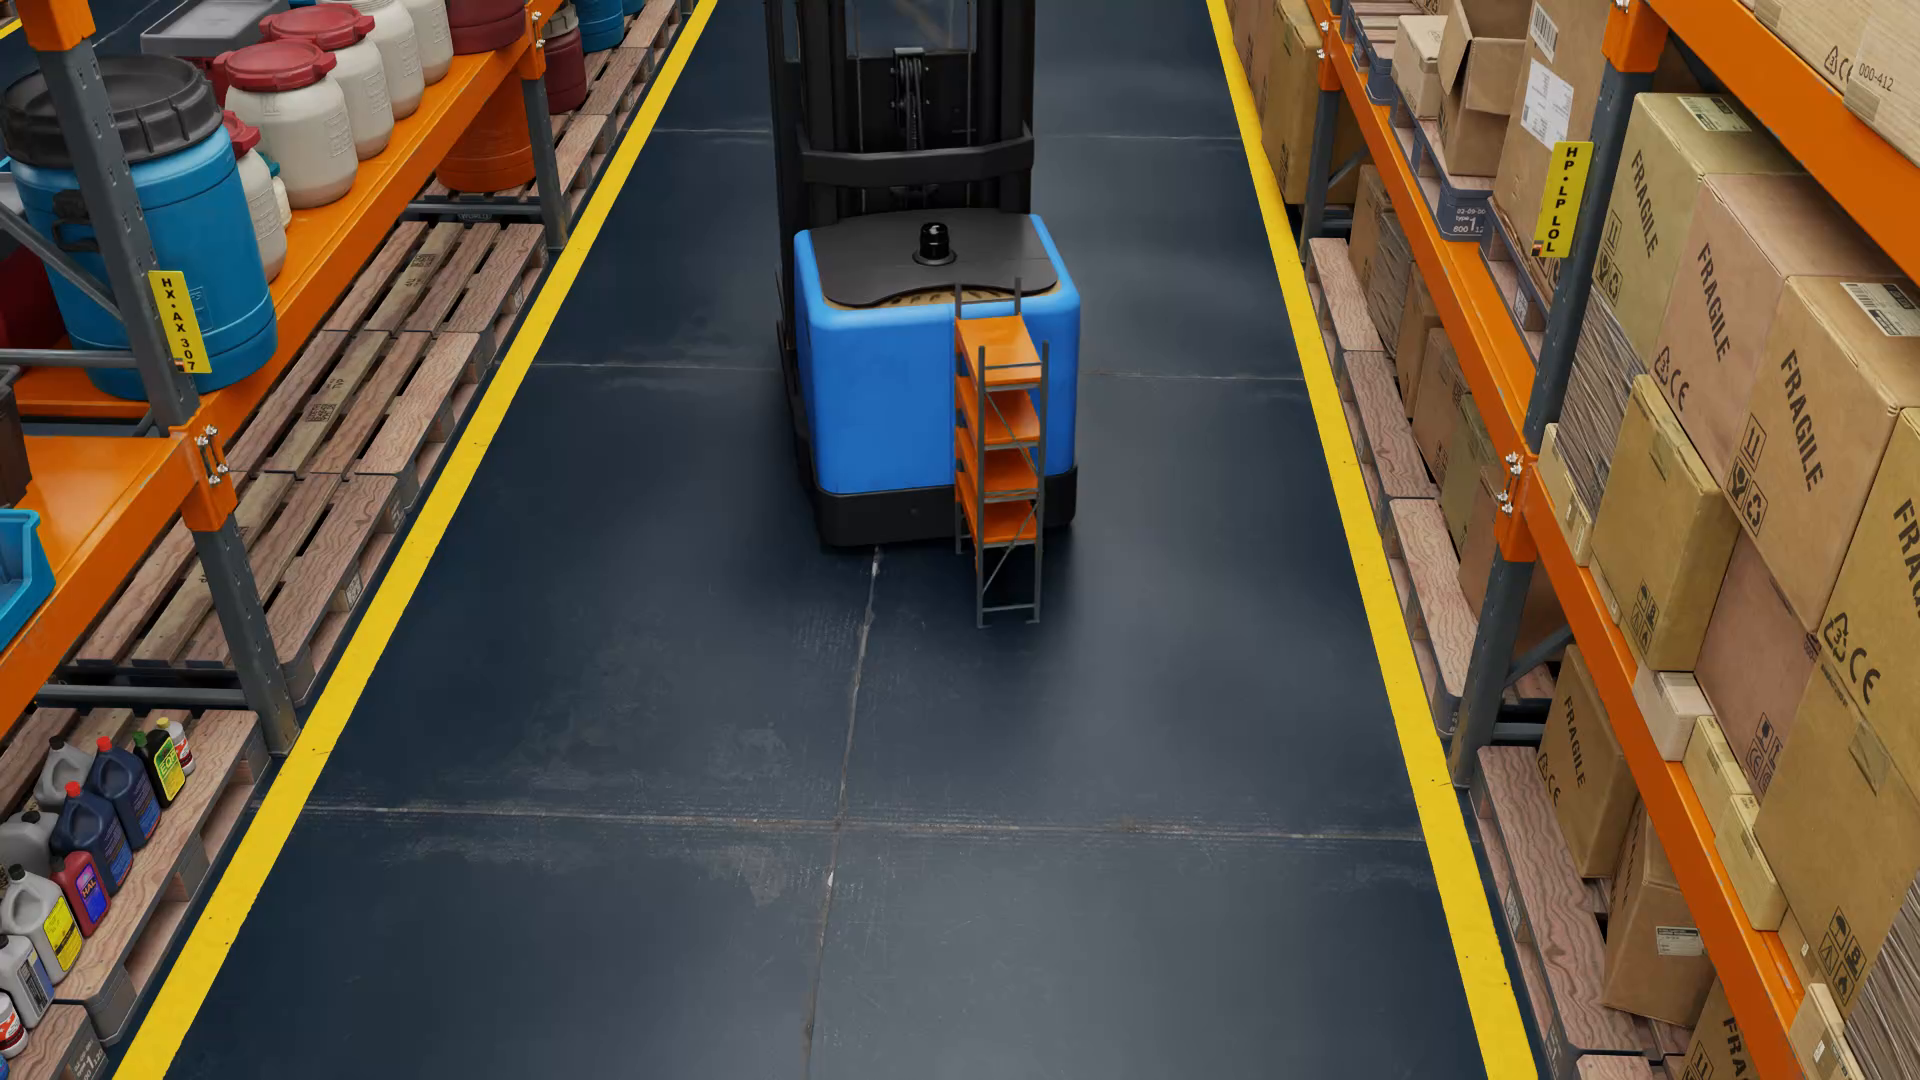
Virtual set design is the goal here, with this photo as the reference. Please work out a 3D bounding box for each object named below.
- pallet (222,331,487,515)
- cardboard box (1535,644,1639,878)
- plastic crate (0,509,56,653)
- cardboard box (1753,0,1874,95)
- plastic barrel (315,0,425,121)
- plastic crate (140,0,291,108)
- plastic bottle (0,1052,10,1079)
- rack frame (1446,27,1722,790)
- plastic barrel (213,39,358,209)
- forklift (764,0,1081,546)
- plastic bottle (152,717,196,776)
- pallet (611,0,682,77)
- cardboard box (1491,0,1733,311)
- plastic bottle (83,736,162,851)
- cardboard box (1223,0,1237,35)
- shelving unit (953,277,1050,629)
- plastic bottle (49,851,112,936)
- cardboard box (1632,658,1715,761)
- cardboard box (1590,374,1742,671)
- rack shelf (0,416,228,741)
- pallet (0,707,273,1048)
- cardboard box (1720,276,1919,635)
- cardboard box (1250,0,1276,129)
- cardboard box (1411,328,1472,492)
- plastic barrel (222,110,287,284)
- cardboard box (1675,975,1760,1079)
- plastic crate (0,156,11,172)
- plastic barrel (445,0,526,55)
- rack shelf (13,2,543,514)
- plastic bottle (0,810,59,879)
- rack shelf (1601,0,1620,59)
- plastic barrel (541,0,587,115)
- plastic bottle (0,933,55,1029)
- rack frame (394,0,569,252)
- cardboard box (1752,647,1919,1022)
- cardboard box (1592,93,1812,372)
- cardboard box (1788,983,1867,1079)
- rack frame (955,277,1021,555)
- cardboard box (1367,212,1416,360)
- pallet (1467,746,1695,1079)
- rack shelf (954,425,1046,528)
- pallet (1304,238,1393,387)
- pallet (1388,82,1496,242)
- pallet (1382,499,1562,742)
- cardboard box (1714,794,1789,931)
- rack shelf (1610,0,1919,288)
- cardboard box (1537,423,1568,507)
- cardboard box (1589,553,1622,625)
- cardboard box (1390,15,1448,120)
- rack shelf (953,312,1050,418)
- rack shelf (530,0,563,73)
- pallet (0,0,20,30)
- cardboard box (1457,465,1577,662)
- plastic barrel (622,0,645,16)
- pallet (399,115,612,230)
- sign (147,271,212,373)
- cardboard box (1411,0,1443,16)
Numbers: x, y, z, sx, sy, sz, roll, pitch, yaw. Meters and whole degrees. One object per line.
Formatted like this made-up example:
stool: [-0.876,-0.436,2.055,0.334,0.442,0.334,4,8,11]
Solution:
pallet: [-2.757,-0.545,7.342,1.003,0.211,1.213,1,35,2]
cardboard box: [2.097,0.663,5.007,0.500,0.500,0.500,0,35,0]
plastic crate: [-2.569,0.172,4.027,0.499,0.251,0.616,1,35,2]
cardboard box: [1.863,-1.026,3.123,0.500,0.250,0.500,1,35,1]
plastic barrel: [-2.480,-2.037,6.943,0.421,0.512,0.421,0,35,0]
plastic crate: [-3.006,-1.934,6.838,0.402,0.464,0.583,1,35,2]
plastic bottle: [-2.547,1.298,4.285,0.097,0.271,0.097,0,35,0]
rack frame: [2.153,-0.417,4.735,1.000,3.000,0.127,1,35,2]
plastic barrel: [-2.509,-1.553,6.233,0.433,0.535,0.433,0,35,0]
forklift: [-0.279,-2.013,7.065,1.130,2.935,3.031,-5,35,-8]
plastic bottle: [-2.499,0.649,5.269,0.097,0.201,0.097,0,35,0]
pallet: [-2.548,-3.544,11.610,1.003,0.211,1.213,1,35,2]
cardboard box: [2.325,-1.288,5.086,1.000,1.000,1.000,2,35,2]
plastic bottle: [-2.534,0.749,4.997,0.144,0.351,0.185,0,35,1]
cardboard box: [2.468,-3.948,11.241,1.225,0.875,0.875,1,35,2]
shelving unit: [0.142,-0.307,6.144,0.258,1.200,0.503,-5,35,-8]
plastic bottle: [-2.507,0.981,4.725,0.061,0.283,0.133,4,35,5]
cardboard box: [1.786,0.376,3.824,0.380,0.149,0.250,1,35,2]
cardboard box: [2.018,-0.036,3.847,0.875,0.500,0.500,1,35,2]
rack shelf: [-2.877,0.912,3.469,1.077,0.370,4.000,1,35,2]
pallet: [-2.865,0.994,5.152,1.003,0.211,1.213,1,35,2]
cardboard box: [1.841,-0.161,3.156,0.500,0.500,0.500,1,35,2]
cardboard box: [2.405,-2.926,9.787,1.225,0.875,0.875,1,35,2]
cardboard box: [2.259,-0.522,6.675,0.700,0.500,0.500,-2,35,-2]
plastic barrel: [-2.539,-1.132,5.633,0.433,0.535,0.433,0,35,0]
cardboard box: [2.135,1.351,4.028,0.500,0.500,0.500,-2,35,-2]
plastic crate: [-3.063,-1.166,5.814,0.392,0.384,0.575,1,35,2]
plastic barrel: [-2.351,-2.612,7.739,0.600,0.536,0.708,1,35,2]
rack shelf: [-2.716,-1.386,6.739,1.077,0.370,4.000,1,35,2]
plastic bottle: [-2.691,0.901,4.846,0.152,0.276,0.135,1,35,2]
rack shelf: [2.233,-2.499,5.714,1.077,0.370,4.000,1,35,2]
plastic barrel: [-2.588,-2.945,10.064,0.600,0.588,0.708,1,35,2]
plastic bottle: [-2.565,1.169,4.465,0.152,0.276,0.135,2,35,3]
rack frame: [-2.636,-2.830,8.167,1.000,3.000,0.127,1,35,2]
cardboard box: [2.037,0.540,3.027,0.875,0.500,0.500,1,35,2]
cardboard box: [1.881,-0.736,3.973,0.500,0.500,0.500,1,35,2]
cardboard box: [1.753,0.951,3.006,0.380,0.149,0.250,1,35,2]
rack frame: [0.102,-0.446,6.341,0.240,1.200,0.015,-5,35,-8]
cardboard box: [2.297,-1.168,7.595,0.700,0.500,0.500,-1,35,-2]
pallet: [2.161,1.111,4.986,1.003,0.211,1.213,1,35,2]
rack shelf: [0.142,-0.252,6.183,0.258,0.148,0.480,-5,35,-8]
pallet: [2.281,-1.125,8.168,1.003,0.211,1.213,1,35,2]
pallet: [2.275,-1.498,6.440,1.003,0.211,1.213,1,35,2]
pallet: [2.183,0.277,6.173,1.003,0.211,1.213,1,35,2]
cardboard box: [1.797,0.664,3.414,0.380,0.149,0.250,1,35,2]
rack shelf: [2.072,-0.201,2.444,1.077,0.370,4.000,1,35,2]
cardboard box: [1.844,-0.198,4.641,0.380,0.149,0.250,1,35,2]
cardboard box: [1.838,0.090,4.232,0.380,0.149,0.250,1,35,2]
cardboard box: [2.016,-1.868,6.564,0.500,0.250,0.500,0,35,1]
rack shelf: [0.142,-0.629,5.918,0.258,0.148,0.480,-5,35,-8]
rack shelf: [-2.555,-3.684,10.009,1.077,0.370,4.000,1,35,2]
pallet: [-7.419,-3.635,11.739,1.003,0.211,1.213,1,35,2]
cardboard box: [2.199,0.073,5.828,0.700,0.500,0.500,-1,35,-2]
plastic barrel: [-2.514,-4.129,11.476,0.600,0.901,0.708,1,35,2]
pallet: [-2.646,-2.143,9.615,1.003,0.211,1.213,1,35,2]
sign: [-2.247,-0.626,4.791,0.100,0.325,0.005,1,35,2]
cardboard box: [2.332,-2.617,7.412,0.500,0.500,0.500,-3,35,-4]
